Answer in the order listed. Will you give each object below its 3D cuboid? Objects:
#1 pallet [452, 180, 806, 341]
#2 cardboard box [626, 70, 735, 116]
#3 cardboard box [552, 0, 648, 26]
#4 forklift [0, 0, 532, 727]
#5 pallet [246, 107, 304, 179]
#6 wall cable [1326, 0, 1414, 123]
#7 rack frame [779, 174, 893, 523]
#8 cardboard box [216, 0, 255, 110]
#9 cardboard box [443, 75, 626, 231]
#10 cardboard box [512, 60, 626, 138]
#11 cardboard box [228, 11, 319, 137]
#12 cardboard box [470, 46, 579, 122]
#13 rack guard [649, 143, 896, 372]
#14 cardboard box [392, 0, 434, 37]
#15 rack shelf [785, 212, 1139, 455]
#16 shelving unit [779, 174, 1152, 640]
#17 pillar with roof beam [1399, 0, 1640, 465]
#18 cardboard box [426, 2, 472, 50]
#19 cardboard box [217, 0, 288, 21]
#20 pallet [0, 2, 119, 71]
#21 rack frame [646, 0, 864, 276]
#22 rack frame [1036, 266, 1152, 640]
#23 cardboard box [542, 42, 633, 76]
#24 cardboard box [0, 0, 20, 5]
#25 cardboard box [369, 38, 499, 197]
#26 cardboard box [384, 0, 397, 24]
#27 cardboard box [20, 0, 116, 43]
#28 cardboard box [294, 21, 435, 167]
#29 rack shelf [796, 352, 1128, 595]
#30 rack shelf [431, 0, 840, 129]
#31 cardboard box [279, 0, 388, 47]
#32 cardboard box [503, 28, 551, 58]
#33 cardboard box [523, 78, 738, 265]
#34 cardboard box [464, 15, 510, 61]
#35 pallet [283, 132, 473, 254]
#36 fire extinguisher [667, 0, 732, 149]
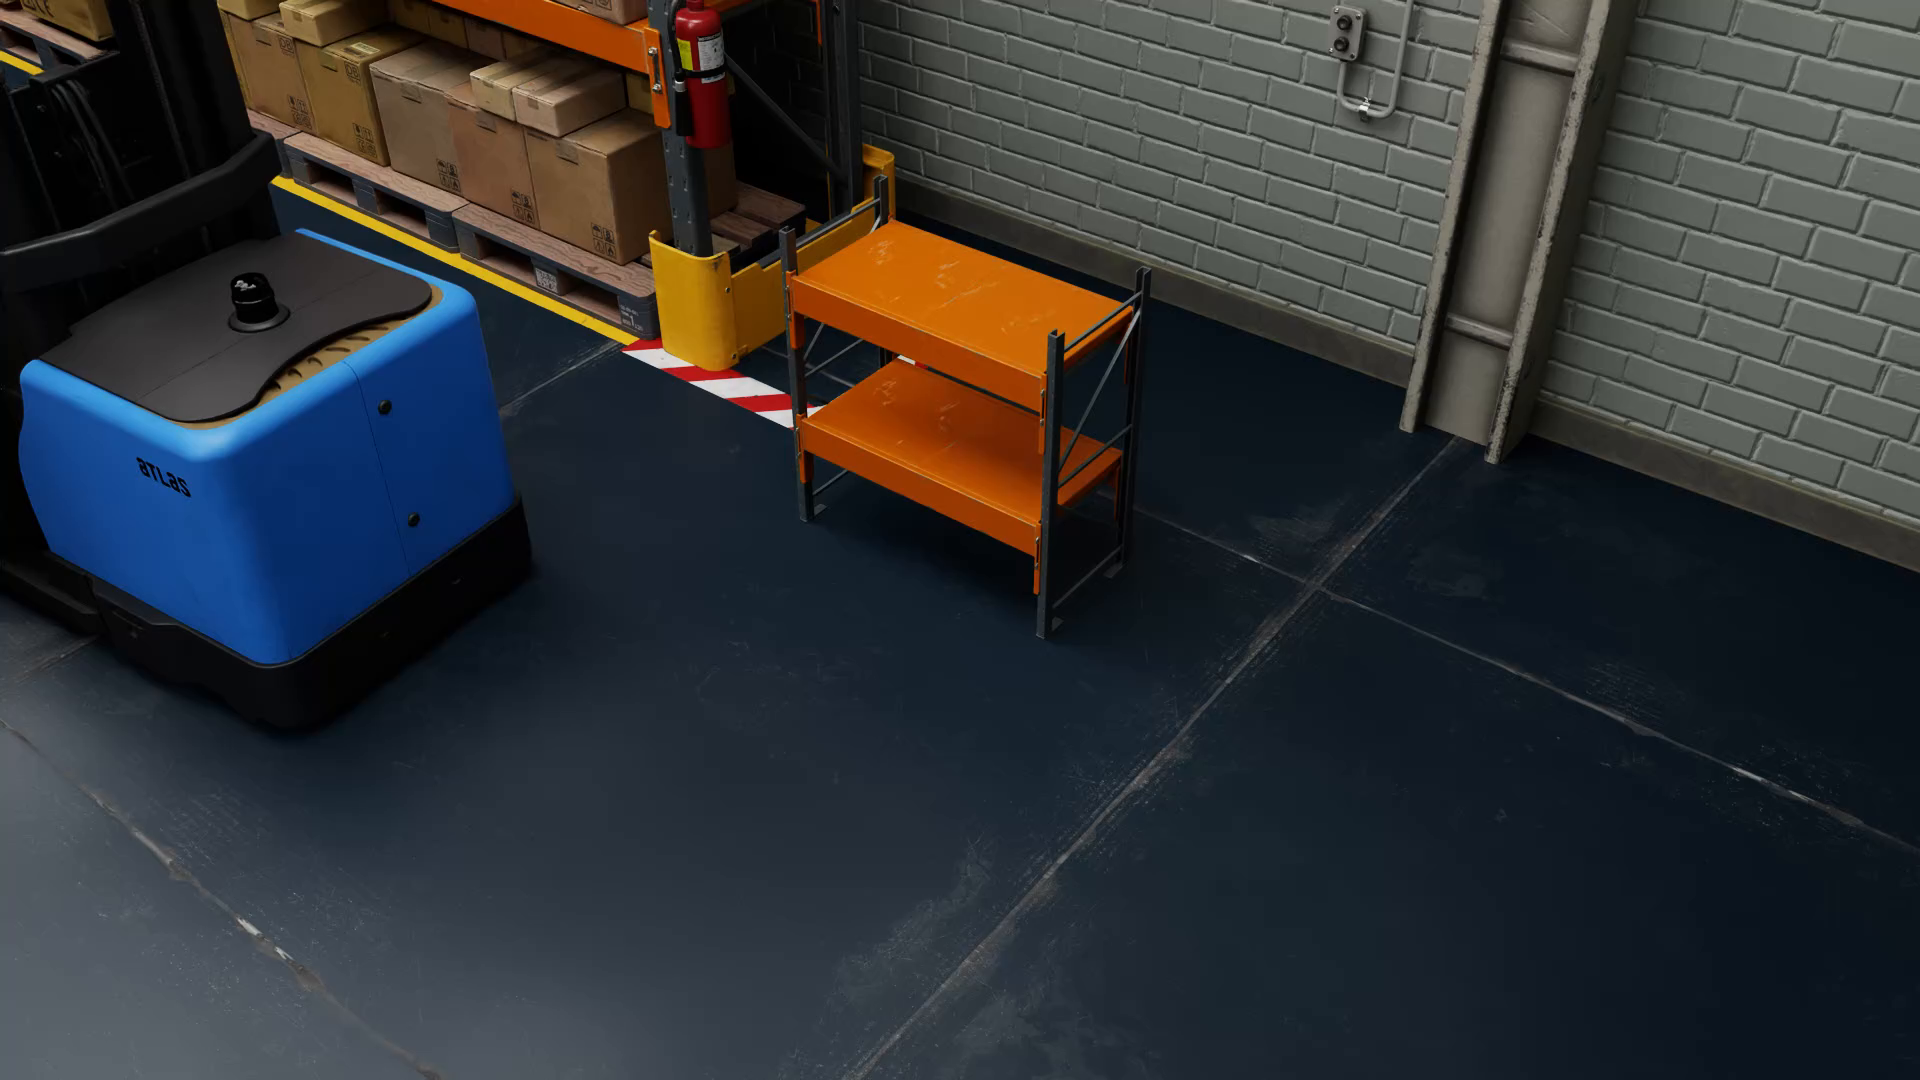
[{"bbox_3d":[-1.443,-1.355,7.310,1.213,0.211,1.003,25,45,29],"label":"pallet"},{"bbox_3d":[-1.156,-1.893,6.896,0.250,0.149,0.380,26,45,29],"label":"cardboard box"},{"bbox_3d":[-1.172,-2.497,6.262,0.700,0.700,0.980,27,46,30],"label":"cardboard box"},{"bbox_3d":[-2.952,-1.290,5.020,3.031,2.935,1.130,21,43,25],"label":"forklift"},{"bbox_3d":[-3.381,-2.269,8.477,1.213,0.211,1.003,25,45,29],"label":"pallet"},{"bbox_3d":[0.831,-2.576,5.783,1.851,1.984,0.084,25,45,29],"label":"wall cable"},{"bbox_3d":[-0.398,-0.631,5.643,0.032,1.125,0.500,25,45,29],"label":"rack frame"},{"bbox_3d":[-3.406,-2.541,8.250,0.500,0.500,0.700,26,45,29],"label":"cardboard box"},{"bbox_3d":[-1.775,-1.774,7.270,0.500,0.500,0.700,25,45,28],"label":"cardboard box"},{"bbox_3d":[-1.590,-1.801,6.778,0.250,0.149,0.380,25,44,28],"label":"cardboard box"},{"bbox_3d":[-3.009,-2.351,8.007,0.500,0.500,0.700,25,44,28],"label":"cardboard box"},{"bbox_3d":[-1.793,-1.896,6.900,0.250,0.149,0.380,26,45,30],"label":"cardboard box"},{"bbox_3d":[-0.741,-1.199,6.876,0.348,0.500,1.175,25,45,29],"label":"rack guard"},{"bbox_3d":[-2.365,-2.462,7.622,0.250,0.149,0.380,24,44,28],"label":"cardboard box"},{"bbox_3d":[0.005,-0.671,5.220,1.000,0.278,0.538,25,45,29],"label":"rack shelf"},{"bbox_3d":[0.005,-0.440,5.400,1.048,1.125,0.538,25,45,29],"label":"shelving unit"},{"bbox_3d":[-0.706,-1.859,0.825,0.400,9.000,9.100,25,45,29],"label":"pillar with roof beam"},{"bbox_3d":[-2.164,-2.367,7.501,0.250,0.149,0.380,26,45,29],"label":"cardboard box"},{"bbox_3d":[-3.245,-2.579,7.772,0.250,0.149,0.380,27,45,30],"label":"cardboard box"},{"bbox_3d":[-4.596,-2.844,9.212,1.213,0.211,1.003,25,45,29],"label":"pallet"},{"bbox_3d":[-0.760,-2.192,6.117,0.127,3.000,1.000,25,45,29],"label":"rack frame"},{"bbox_3d":[0.409,-0.250,5.157,0.032,1.125,0.500,25,45,29],"label":"rack frame"},{"bbox_3d":[-1.559,-2.082,7.137,0.250,0.149,0.380,25,45,29],"label":"cardboard box"},{"bbox_3d":[-5.241,-3.521,9.217,0.750,0.750,0.750,27,45,30],"label":"cardboard box"},{"bbox_3d":[-2.175,-1.962,7.510,0.500,0.500,0.700,24,44,27],"label":"cardboard box"},{"bbox_3d":[-2.571,-2.558,7.745,0.250,0.149,0.380,26,45,29],"label":"cardboard box"},{"bbox_3d":[-4.533,-3.189,8.793,0.750,0.750,0.750,26,45,29],"label":"cardboard box"},{"bbox_3d":[-2.602,-2.158,7.760,0.500,0.500,0.700,26,45,30],"label":"cardboard box"},{"bbox_3d":[0.005,-0.248,5.551,1.000,0.278,0.538,25,45,29],"label":"rack shelf"},{"bbox_3d":[-2.349,-2.658,7.295,4.000,0.370,1.077,25,45,29],"label":"rack shelf"},{"bbox_3d":[-2.830,-2.384,7.522,0.250,0.149,0.380,24,44,27],"label":"cardboard box"},{"bbox_3d":[-1.758,-2.176,7.257,0.250,0.149,0.380,26,45,29],"label":"cardboard box"},{"bbox_3d":[-1.377,-1.587,7.030,0.500,0.500,0.700,25,45,29],"label":"cardboard box"},{"bbox_3d":[-1.960,-2.271,7.379,0.250,0.149,0.380,26,45,29],"label":"cardboard box"},{"bbox_3d":[-2.408,-1.813,7.894,1.213,0.211,1.003,25,45,29],"label":"pallet"},{"bbox_3d":[-0.921,-1.733,5.895,0.183,0.674,0.296,25,45,29],"label":"fire extinguisher"}]
